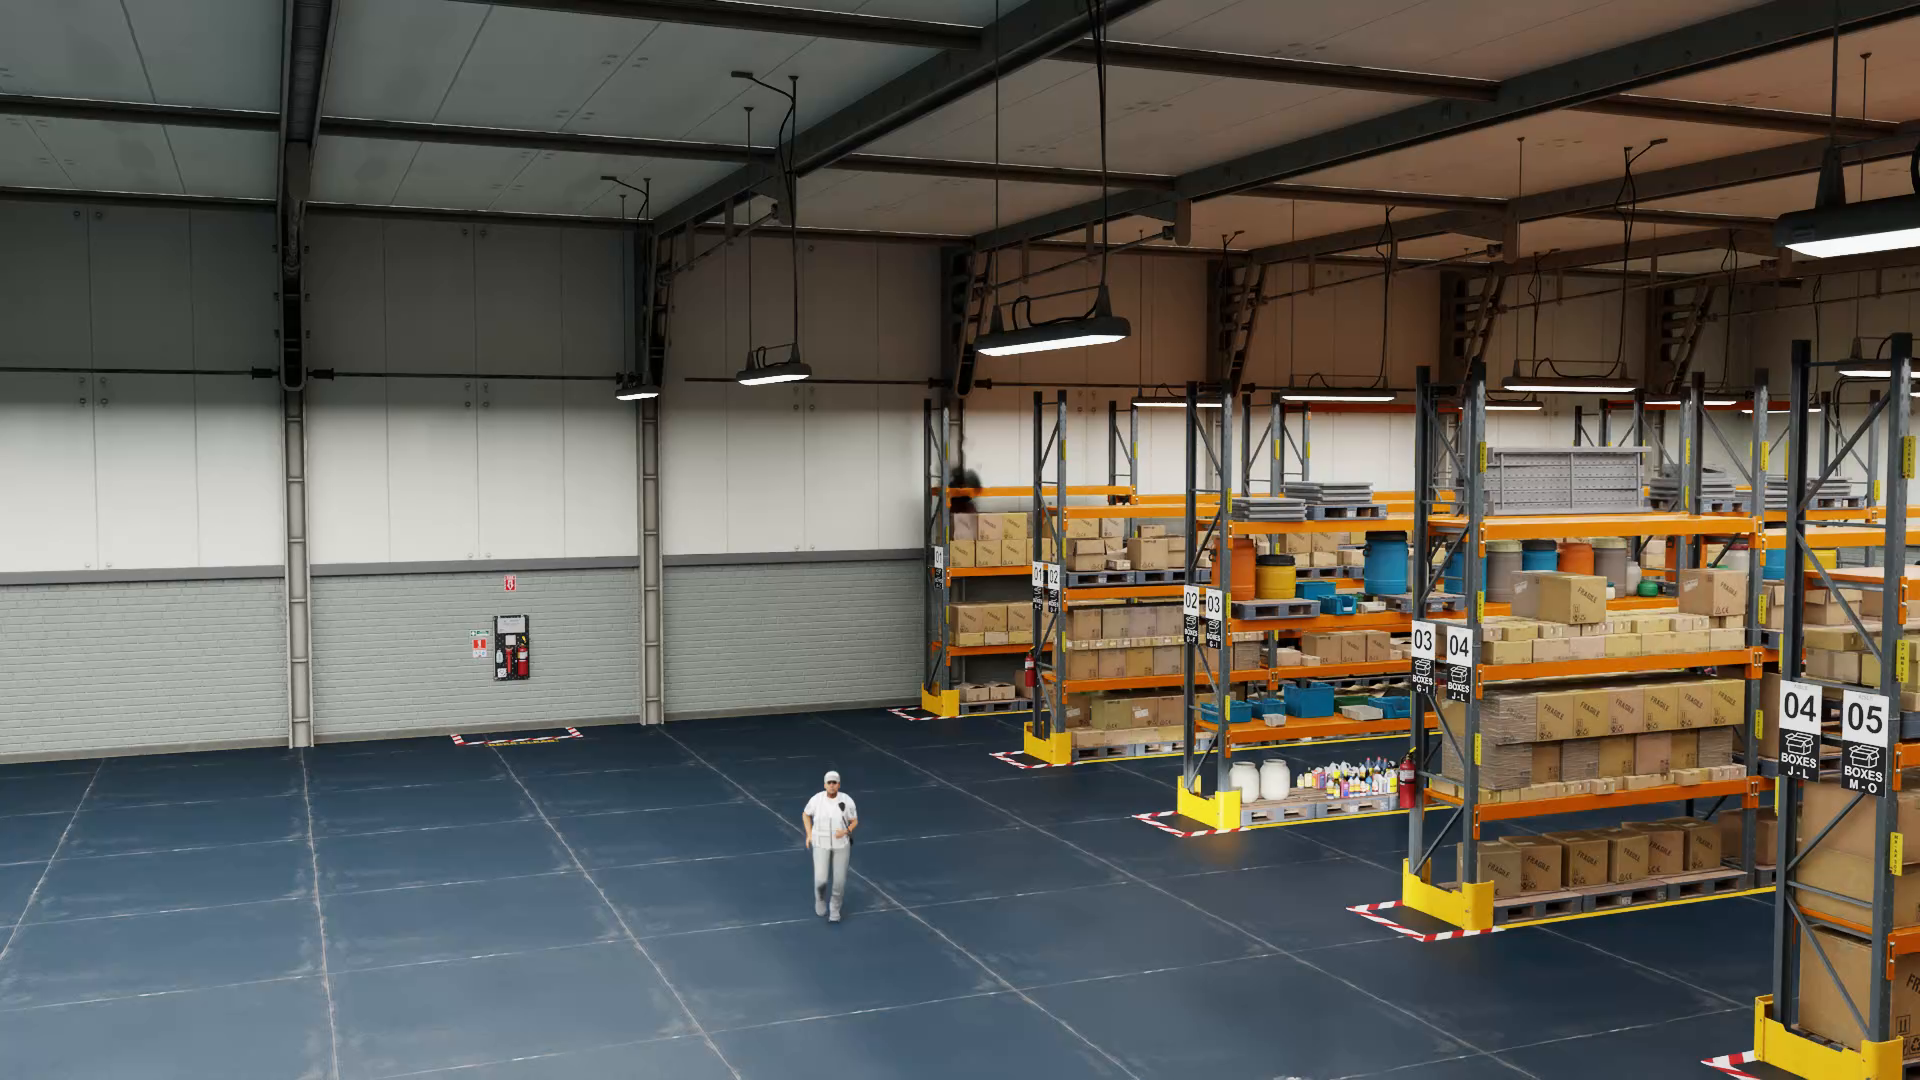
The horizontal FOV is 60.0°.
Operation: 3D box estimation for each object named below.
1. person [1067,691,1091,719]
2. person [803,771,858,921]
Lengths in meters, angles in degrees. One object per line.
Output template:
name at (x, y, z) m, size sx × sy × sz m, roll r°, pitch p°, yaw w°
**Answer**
person at (2.079, 2.545, 29.362) m, size 0.804 × 1.768 × 0.678 m, roll -2°, pitch 4°, yaw -25°
person at (-1.386, 3.294, 17.829) m, size 0.593 × 1.626 × 0.574 m, roll 0°, pitch 3°, yaw -6°
